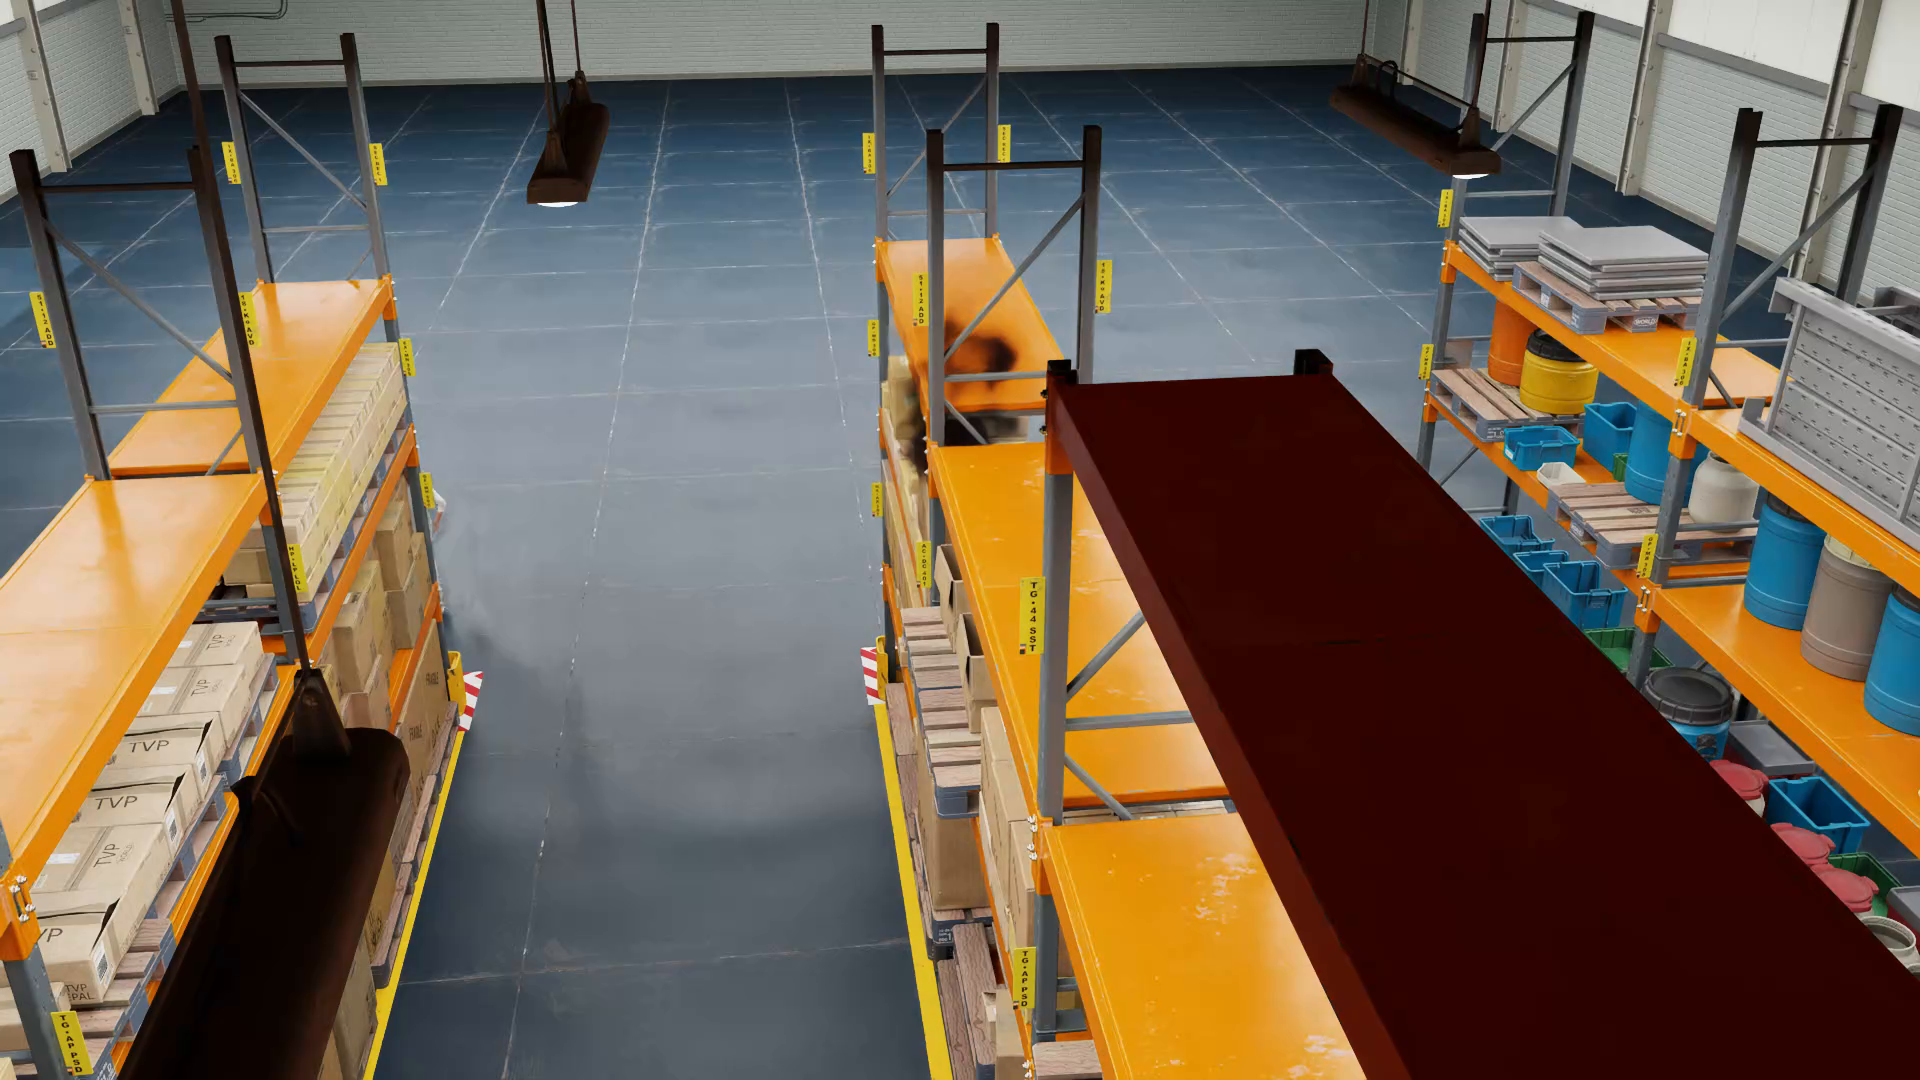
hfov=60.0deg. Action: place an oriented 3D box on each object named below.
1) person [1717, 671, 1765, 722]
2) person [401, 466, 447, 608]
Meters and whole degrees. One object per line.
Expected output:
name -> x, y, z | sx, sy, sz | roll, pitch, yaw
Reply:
person -> 6.505, 1.344, 13.726 | 0.594, 1.689, 0.895 | -7, 26, -15
person -> -5.488, -0.052, 16.774 | 0.658, 1.592, 0.534 | 23, 34, 39
